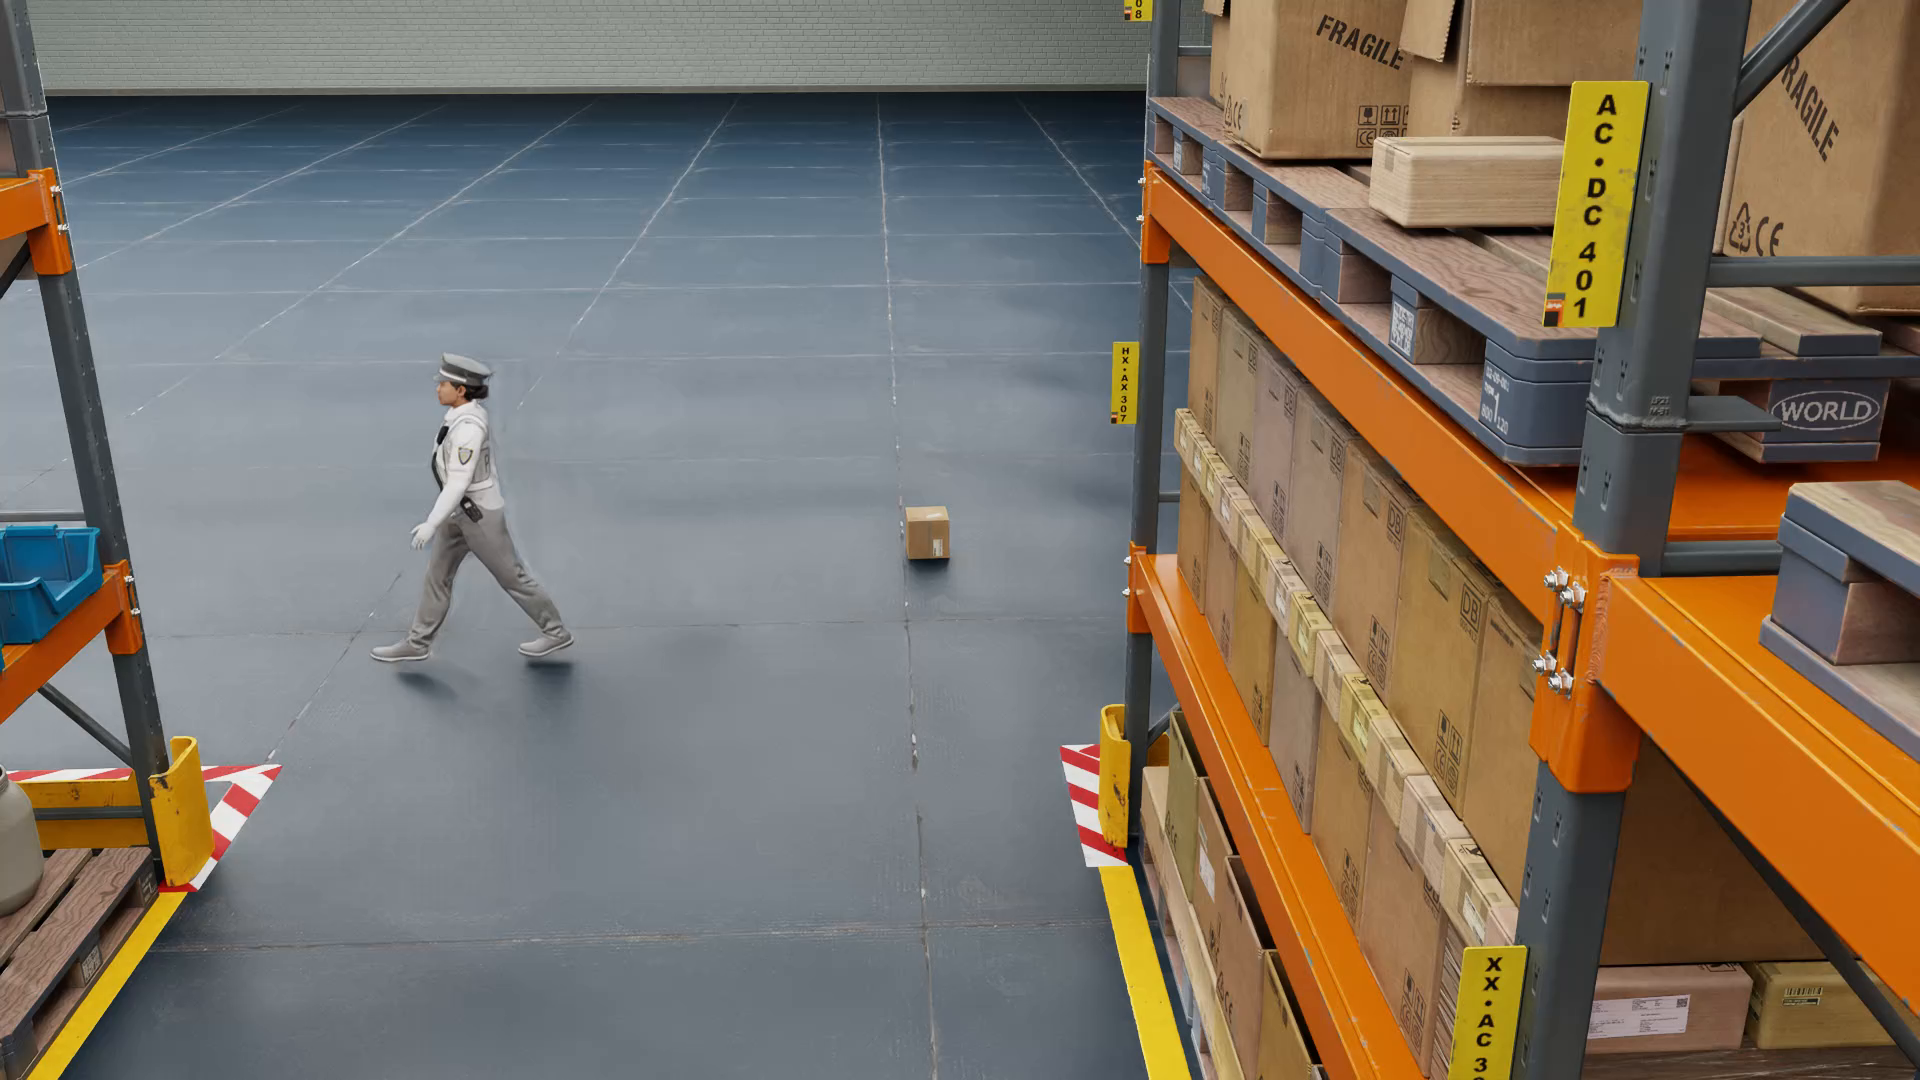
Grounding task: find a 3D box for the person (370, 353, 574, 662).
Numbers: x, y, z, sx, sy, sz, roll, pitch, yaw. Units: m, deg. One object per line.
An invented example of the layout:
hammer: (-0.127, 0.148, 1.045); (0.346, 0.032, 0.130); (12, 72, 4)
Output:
person: (-2.529, -0.139, 8.368); (1.003, 1.626, 0.503); (-8, 22, -20)
